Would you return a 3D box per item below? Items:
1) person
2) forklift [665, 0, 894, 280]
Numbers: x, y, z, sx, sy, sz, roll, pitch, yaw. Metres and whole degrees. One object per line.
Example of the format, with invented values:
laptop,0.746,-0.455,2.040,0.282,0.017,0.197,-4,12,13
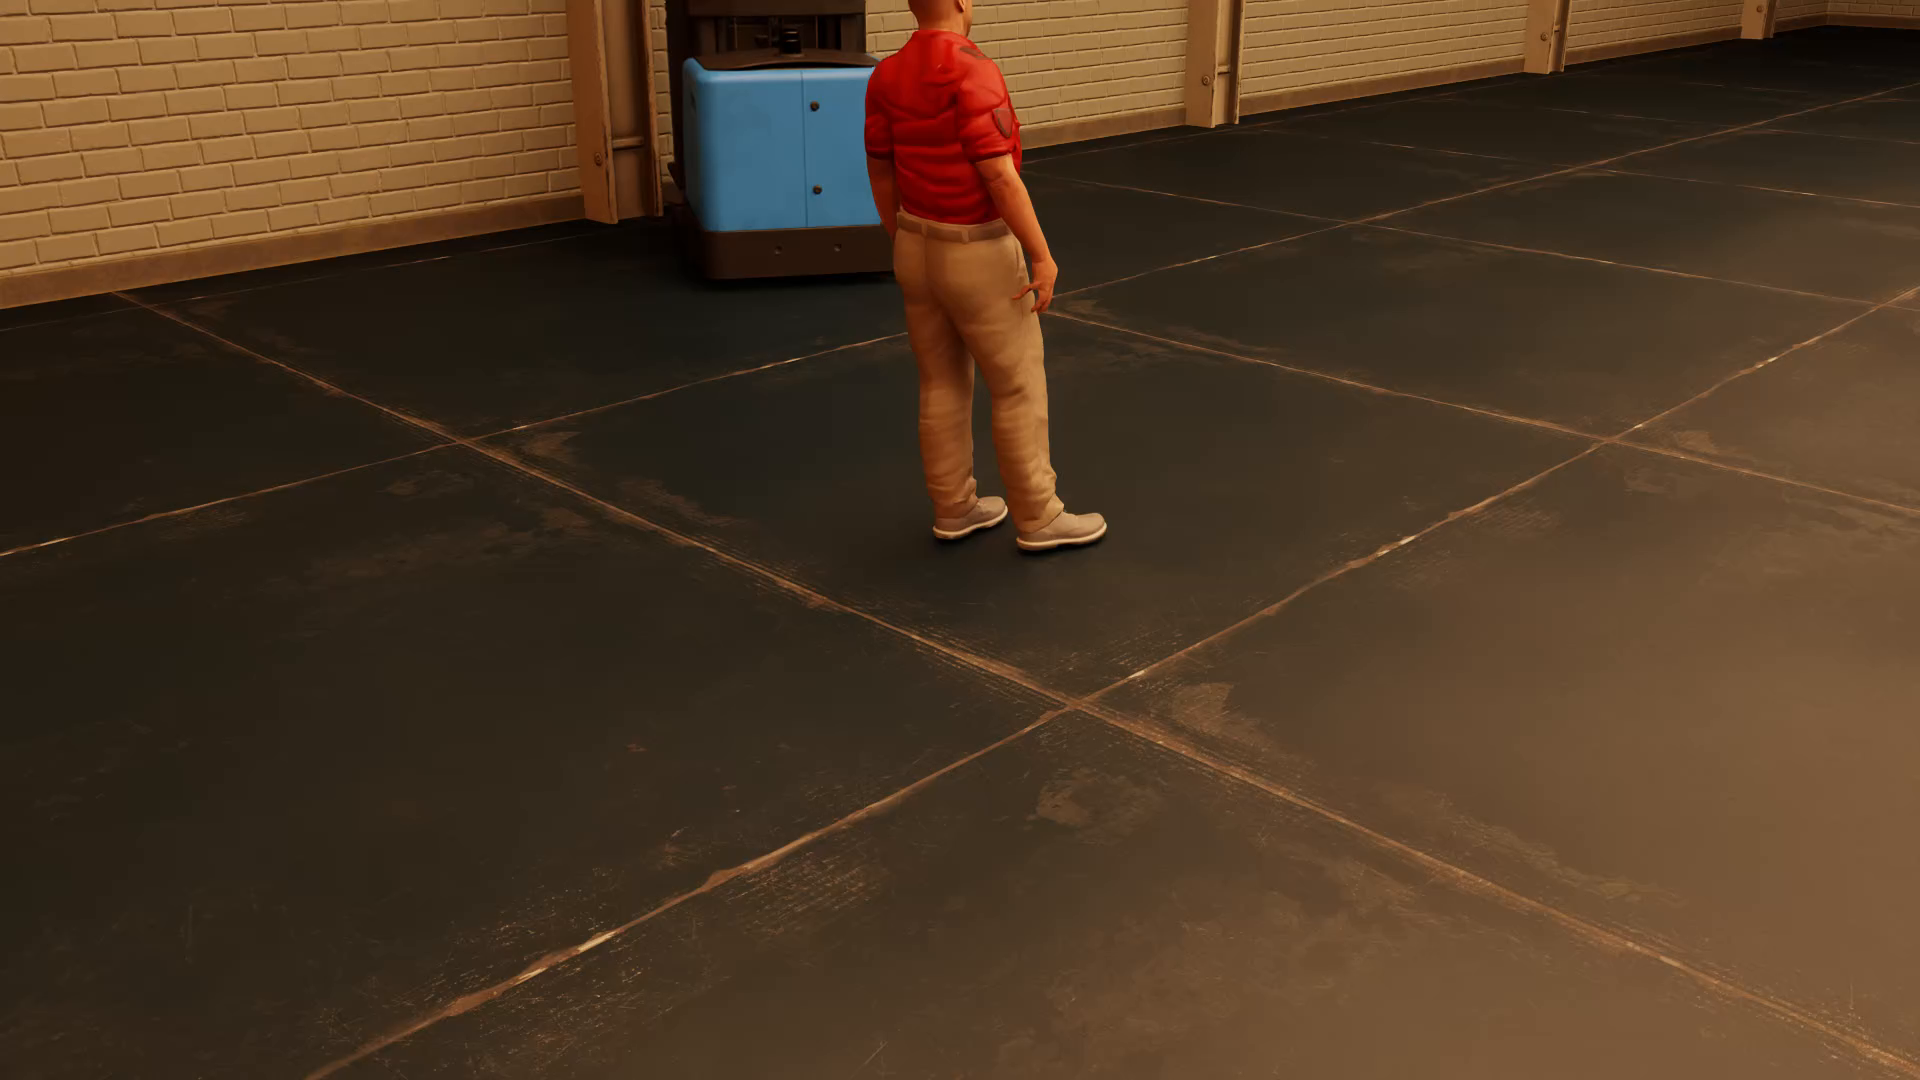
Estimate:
person,0.072,-0.832,4.953,0.641,1.728,0.550,20,29,41
forklift,-1.119,-3.177,9.274,1.130,2.935,3.031,-5,22,-13
